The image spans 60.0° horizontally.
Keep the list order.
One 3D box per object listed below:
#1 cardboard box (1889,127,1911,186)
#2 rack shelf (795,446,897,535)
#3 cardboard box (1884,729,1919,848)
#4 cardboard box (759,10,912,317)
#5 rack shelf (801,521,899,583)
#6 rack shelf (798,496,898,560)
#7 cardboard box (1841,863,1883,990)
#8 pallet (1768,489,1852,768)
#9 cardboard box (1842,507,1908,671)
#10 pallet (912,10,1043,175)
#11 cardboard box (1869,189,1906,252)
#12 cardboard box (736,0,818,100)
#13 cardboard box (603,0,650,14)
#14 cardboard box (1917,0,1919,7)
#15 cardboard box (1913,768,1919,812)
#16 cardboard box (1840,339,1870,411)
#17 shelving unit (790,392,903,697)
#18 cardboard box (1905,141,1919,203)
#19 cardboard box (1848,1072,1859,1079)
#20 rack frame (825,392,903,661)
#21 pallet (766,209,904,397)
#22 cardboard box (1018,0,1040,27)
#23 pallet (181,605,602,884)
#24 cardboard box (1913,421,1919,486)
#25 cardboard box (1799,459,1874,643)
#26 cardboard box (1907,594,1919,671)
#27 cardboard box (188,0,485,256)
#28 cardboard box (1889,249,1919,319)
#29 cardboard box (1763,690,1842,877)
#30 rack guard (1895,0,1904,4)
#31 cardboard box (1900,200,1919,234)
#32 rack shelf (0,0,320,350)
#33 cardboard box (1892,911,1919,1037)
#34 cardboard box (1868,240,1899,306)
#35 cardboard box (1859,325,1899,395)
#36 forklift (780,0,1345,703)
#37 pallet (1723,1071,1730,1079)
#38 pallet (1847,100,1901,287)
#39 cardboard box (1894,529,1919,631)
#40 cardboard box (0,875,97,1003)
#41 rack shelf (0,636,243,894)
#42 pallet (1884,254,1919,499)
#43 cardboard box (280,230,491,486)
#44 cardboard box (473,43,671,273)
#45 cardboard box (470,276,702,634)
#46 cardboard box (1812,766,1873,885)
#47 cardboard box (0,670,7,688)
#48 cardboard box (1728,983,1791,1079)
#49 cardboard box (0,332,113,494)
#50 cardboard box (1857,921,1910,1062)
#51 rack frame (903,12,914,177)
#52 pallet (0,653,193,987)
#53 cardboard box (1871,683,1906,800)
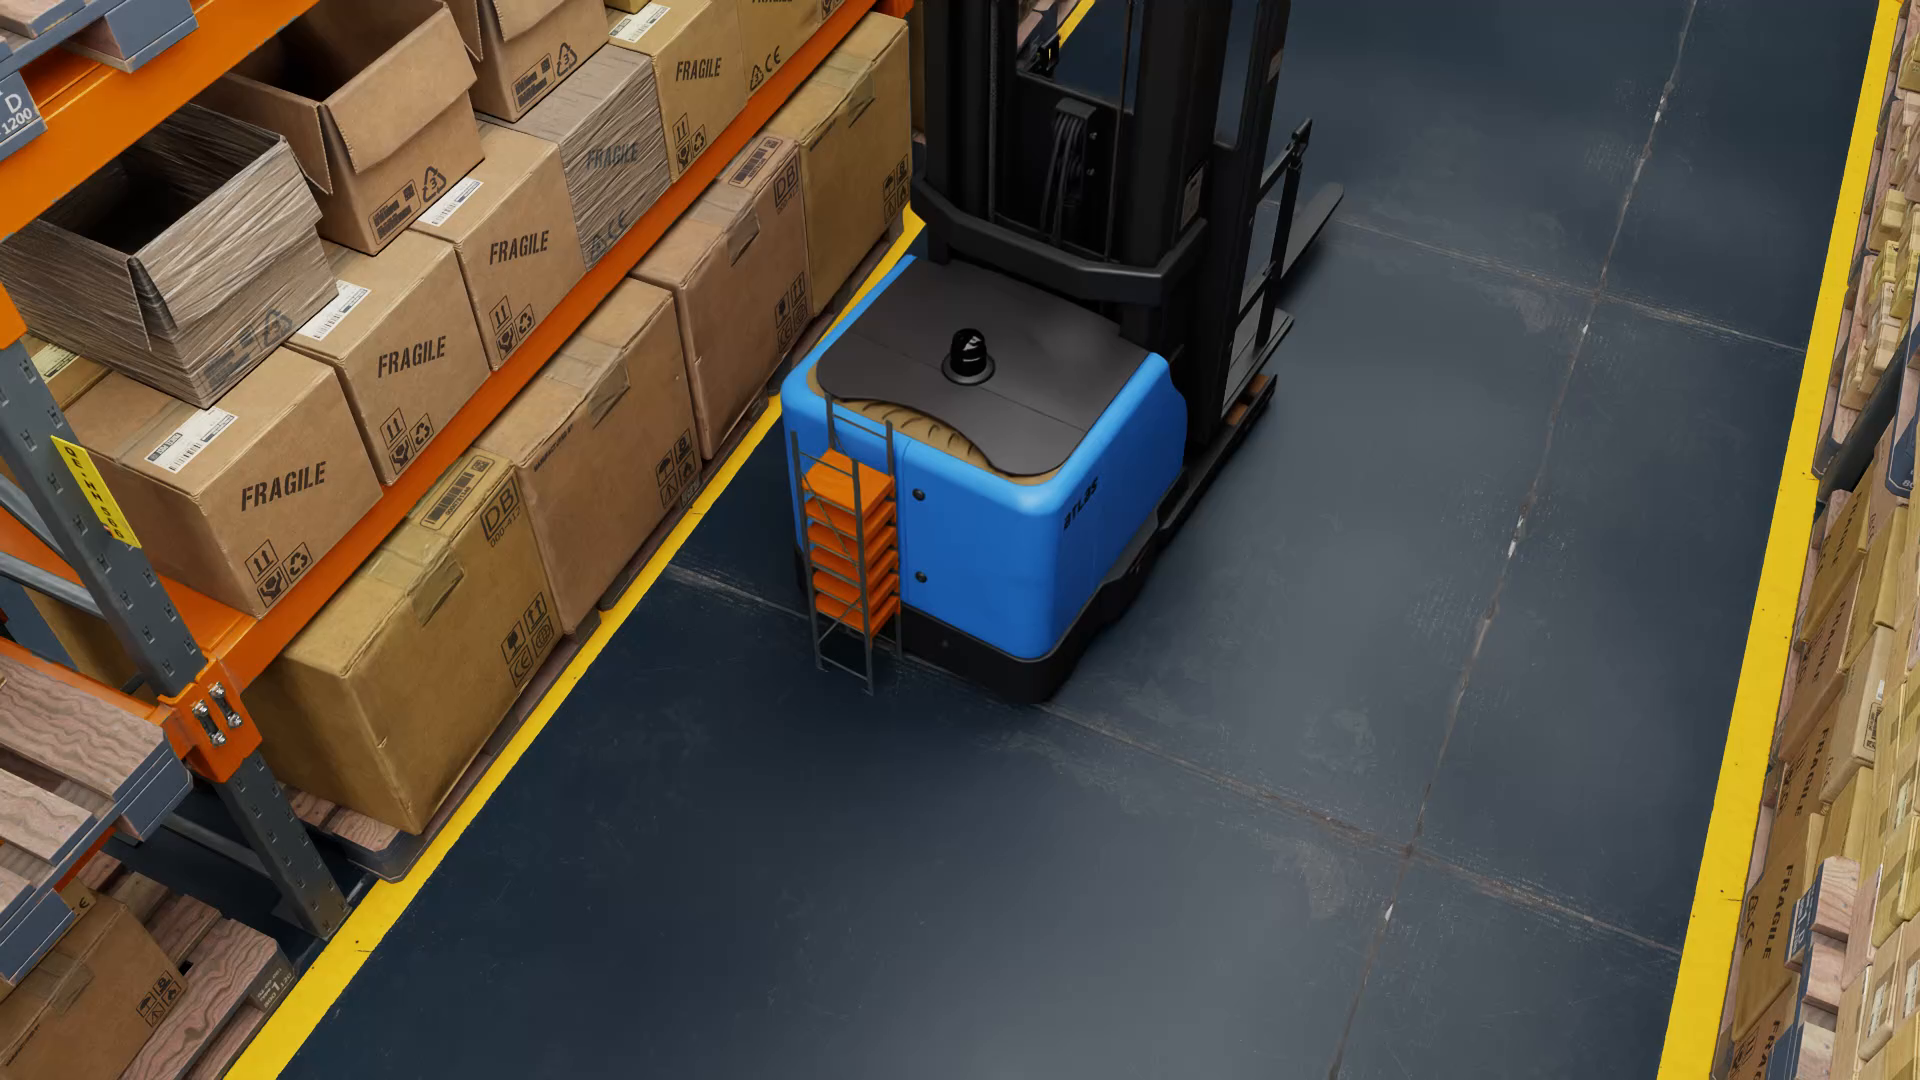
[{"bbox_3d":[4.302,-1.634,7.267,0.380,0.149,0.250,20,52,16],"label":"cardboard box"},{"bbox_3d":[-0.355,-0.156,5.181,0.258,0.103,0.180,25,54,20],"label":"rack shelf"},{"bbox_3d":[2.176,0.583,3.478,0.380,0.149,0.250,20,52,16],"label":"cardboard box"},{"bbox_3d":[-0.941,-1.677,6.827,1.225,0.875,0.875,20,52,16],"label":"cardboard box"},{"bbox_3d":[-0.355,-0.001,5.364,0.258,0.103,0.180,25,54,20],"label":"rack shelf"},{"bbox_3d":[-0.355,-0.078,5.272,0.258,0.103,0.180,25,54,20],"label":"rack shelf"},{"bbox_3d":[2.059,0.869,3.430,0.380,0.149,0.250,21,53,17],"label":"cardboard box"},{"bbox_3d":[3.424,0.447,5.731,1.003,0.211,1.213,20,52,16],"label":"pallet"},{"bbox_3d":[2.975,0.228,4.960,0.500,0.250,0.500,21,53,17],"label":"cardboard box"},{"bbox_3d":[-0.290,-2.272,8.044,1.003,0.211,1.213,20,52,16],"label":"pallet"},{"bbox_3d":[4.057,-1.300,6.982,0.380,0.149,0.250,20,52,16],"label":"cardboard box"},{"bbox_3d":[-0.857,-1.960,5.883,0.500,0.500,0.500,21,53,17],"label":"cardboard box"},{"bbox_3d":[-1.255,-2.123,5.363,0.797,0.503,0.637,20,53,16],"label":"cardboard box"},{"bbox_3d":[4.951,-2.704,8.177,0.380,0.149,0.250,21,53,17],"label":"cardboard box"},{"bbox_3d":[2.173,0.489,3.363,0.380,0.149,0.250,21,53,17],"label":"cardboard box"},{"bbox_3d":[3.615,-0.587,6.376,0.380,0.149,0.250,20,53,17],"label":"cardboard box"},{"bbox_3d":[-0.355,0.048,5.421,0.258,1.200,0.189,25,54,20],"label":"shelving unit"},{"bbox_3d":[4.059,-1.461,6.729,0.380,0.149,0.250,17,52,14],"label":"cardboard box"},{"bbox_3d":[1.842,1.217,3.134,0.380,0.149,0.250,21,53,17],"label":"cardboard box"},{"bbox_3d":[-0.307,-0.011,5.472,0.240,1.200,0.006,25,54,20],"label":"rack frame"},{"bbox_3d":[-0.948,-1.218,7.147,1.003,0.211,1.213,20,52,16],"label":"pallet"},{"bbox_3d":[0.053,-3.173,8.100,0.875,0.875,0.875,20,52,16],"label":"cardboard box"},{"bbox_3d":[-1.990,0.463,5.718,1.003,0.211,1.213,20,52,16],"label":"pallet"},{"bbox_3d":[2.731,-0.215,4.353,0.380,0.149,0.250,18,52,15],"label":"cardboard box"},{"bbox_3d":[3.200,0.103,5.559,0.500,0.500,0.500,22,53,17],"label":"cardboard box"},{"bbox_3d":[2.395,0.232,3.777,0.380,0.149,0.250,21,53,17],"label":"cardboard box"},{"bbox_3d":[-1.787,-1.226,4.600,0.797,0.503,0.637,21,53,17],"label":"cardboard box"},{"bbox_3d":[3.745,-0.917,6.267,0.380,0.149,0.250,20,53,17],"label":"cardboard box"},{"bbox_3d":[2.764,0.833,4.937,0.500,0.500,0.500,21,53,17],"label":"cardboard box"},{"bbox_3d":[5.432,-2.886,8.377,1.175,0.500,0.348,20,52,16],"label":"rack guard"},{"bbox_3d":[4.092,-1.326,6.810,0.380,0.149,0.250,21,53,17],"label":"cardboard box"},{"bbox_3d":[-1.541,-2.039,4.518,1.077,0.370,4.000,20,52,16],"label":"rack shelf"},{"bbox_3d":[1.951,0.854,3.052,0.380,0.149,0.250,19,52,16],"label":"cardboard box"},{"bbox_3d":[3.805,-1.003,6.535,0.380,0.149,0.250,18,52,15],"label":"cardboard box"},{"bbox_3d":[3.602,-0.623,6.211,0.380,0.149,0.250,21,53,17],"label":"cardboard box"},{"bbox_3d":[0.609,-1.506,5.607,1.130,2.935,3.031,25,54,20],"label":"forklift"},{"bbox_3d":[2.382,2.127,4.302,1.003,0.211,1.213,20,52,16],"label":"pallet"},{"bbox_3d":[4.530,-1.407,7.309,1.003,0.211,1.213,20,52,16],"label":"pallet"},{"bbox_3d":[2.508,0.147,4.045,0.380,0.149,0.250,18,52,14],"label":"cardboard box"},{"bbox_3d":[-2.654,0.973,4.313,0.500,0.250,0.500,22,53,18],"label":"cardboard box"},{"bbox_3d":[-3.249,1.688,3.317,1.077,0.370,4.000,20,52,16],"label":"rack shelf"},{"bbox_3d":[3.297,-0.453,4.792,1.003,0.211,1.213,20,52,16],"label":"pallet"},{"bbox_3d":[-1.723,-0.557,4.689,0.500,0.500,0.500,19,52,15],"label":"cardboard box"},{"bbox_3d":[-1.292,-1.255,5.282,0.500,0.500,0.500,20,52,16],"label":"cardboard box"},{"bbox_3d":[-1.694,-0.450,5.783,1.225,0.875,0.875,20,52,16],"label":"cardboard box"},{"bbox_3d":[2.539,0.939,4.354,0.500,0.250,0.500,21,53,17],"label":"cardboard box"},{"bbox_3d":[-2.590,0.294,3.689,0.500,0.500,0.500,14,51,12],"label":"cardboard box"},{"bbox_3d":[2.316,1.540,4.336,0.500,0.500,0.500,22,53,18],"label":"cardboard box"},{"bbox_3d":[-2.408,-0.376,4.534,0.500,0.500,0.500,21,53,17],"label":"cardboard box"},{"bbox_3d":[1.958,0.937,3.177,0.380,0.149,0.250,22,53,17],"label":"cardboard box"},{"bbox_3d":[-0.686,-2.677,6.558,1.000,3.000,0.127,20,52,16],"label":"rack frame"},{"bbox_3d":[-2.603,0.665,3.841,1.213,0.211,1.003,20,52,16],"label":"pallet"},{"bbox_3d":[2.282,0.513,3.733,0.380,0.149,0.250,18,52,15],"label":"cardboard box"}]
